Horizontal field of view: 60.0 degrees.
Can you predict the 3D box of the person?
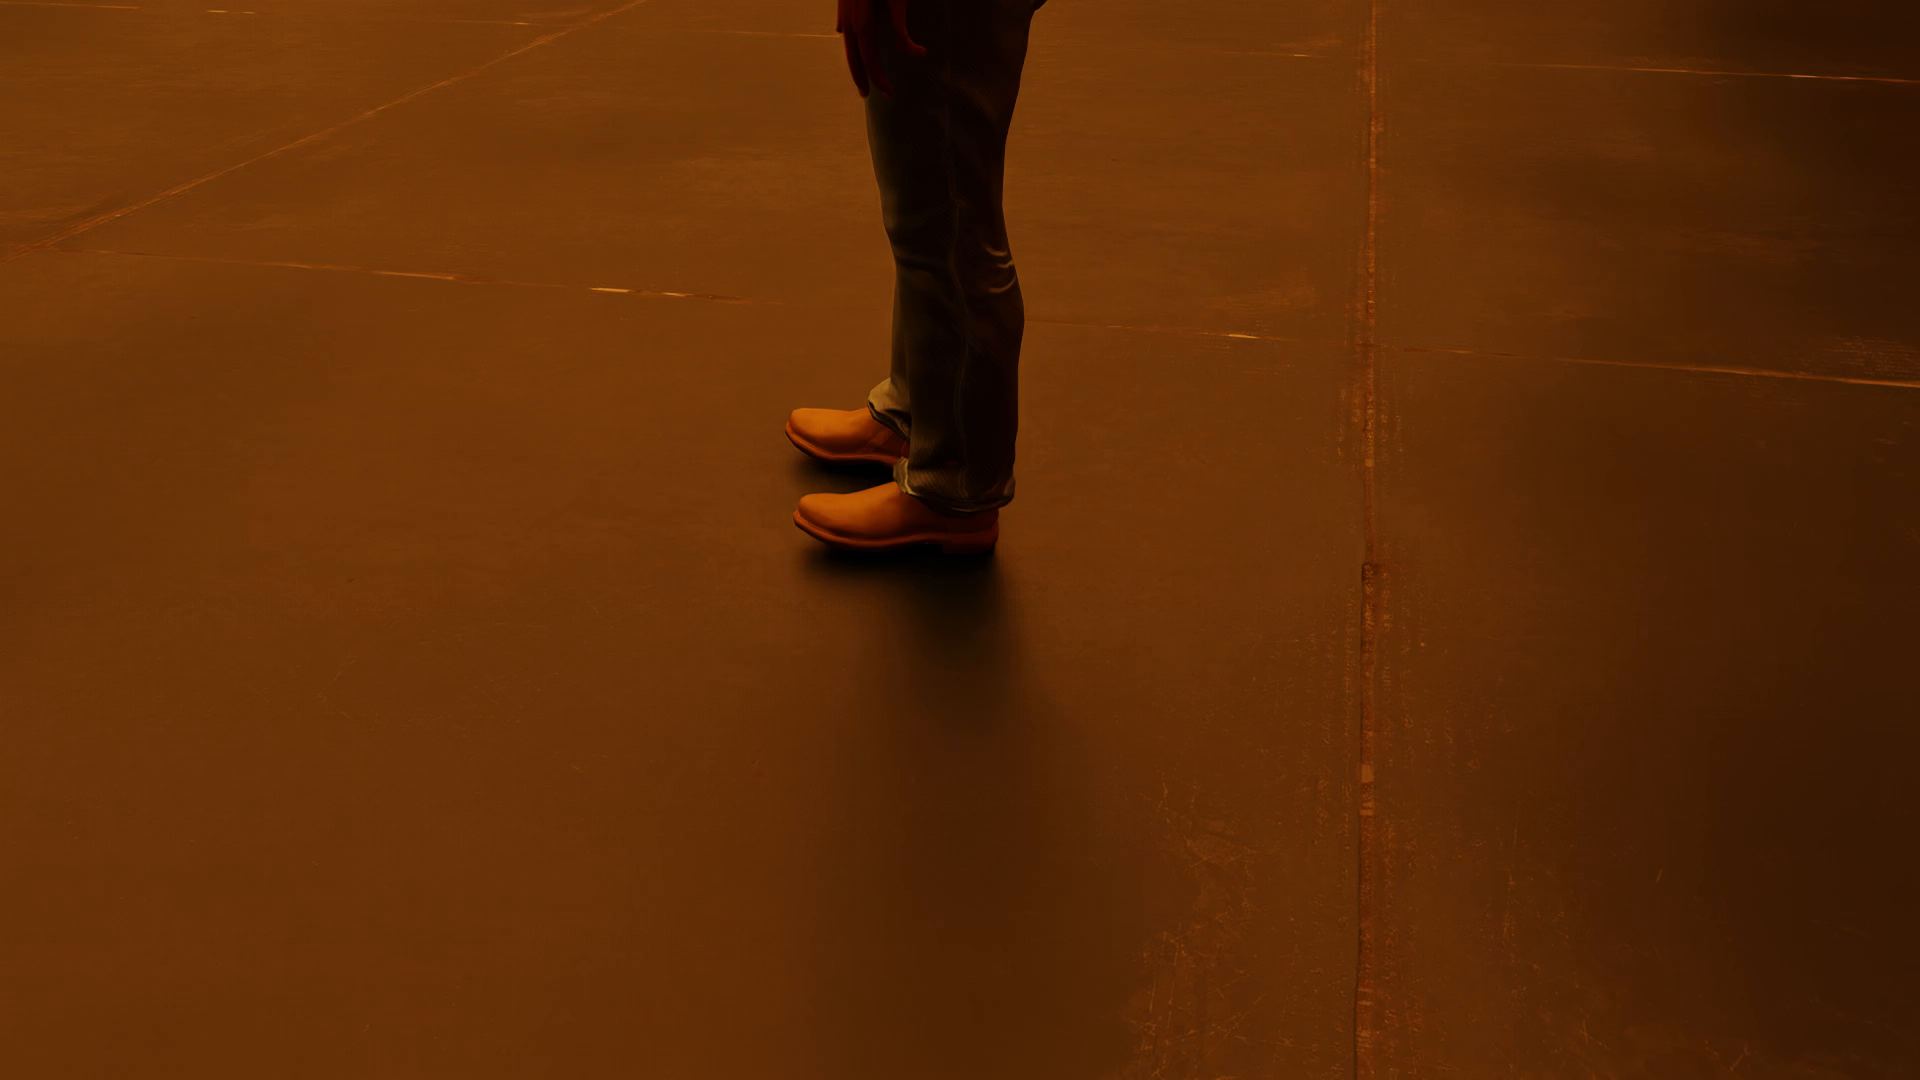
[{"bbox_3d":[-0.067,-0.804,2.118,0.575,1.768,0.665,6,27,11],"label":"person"}]
